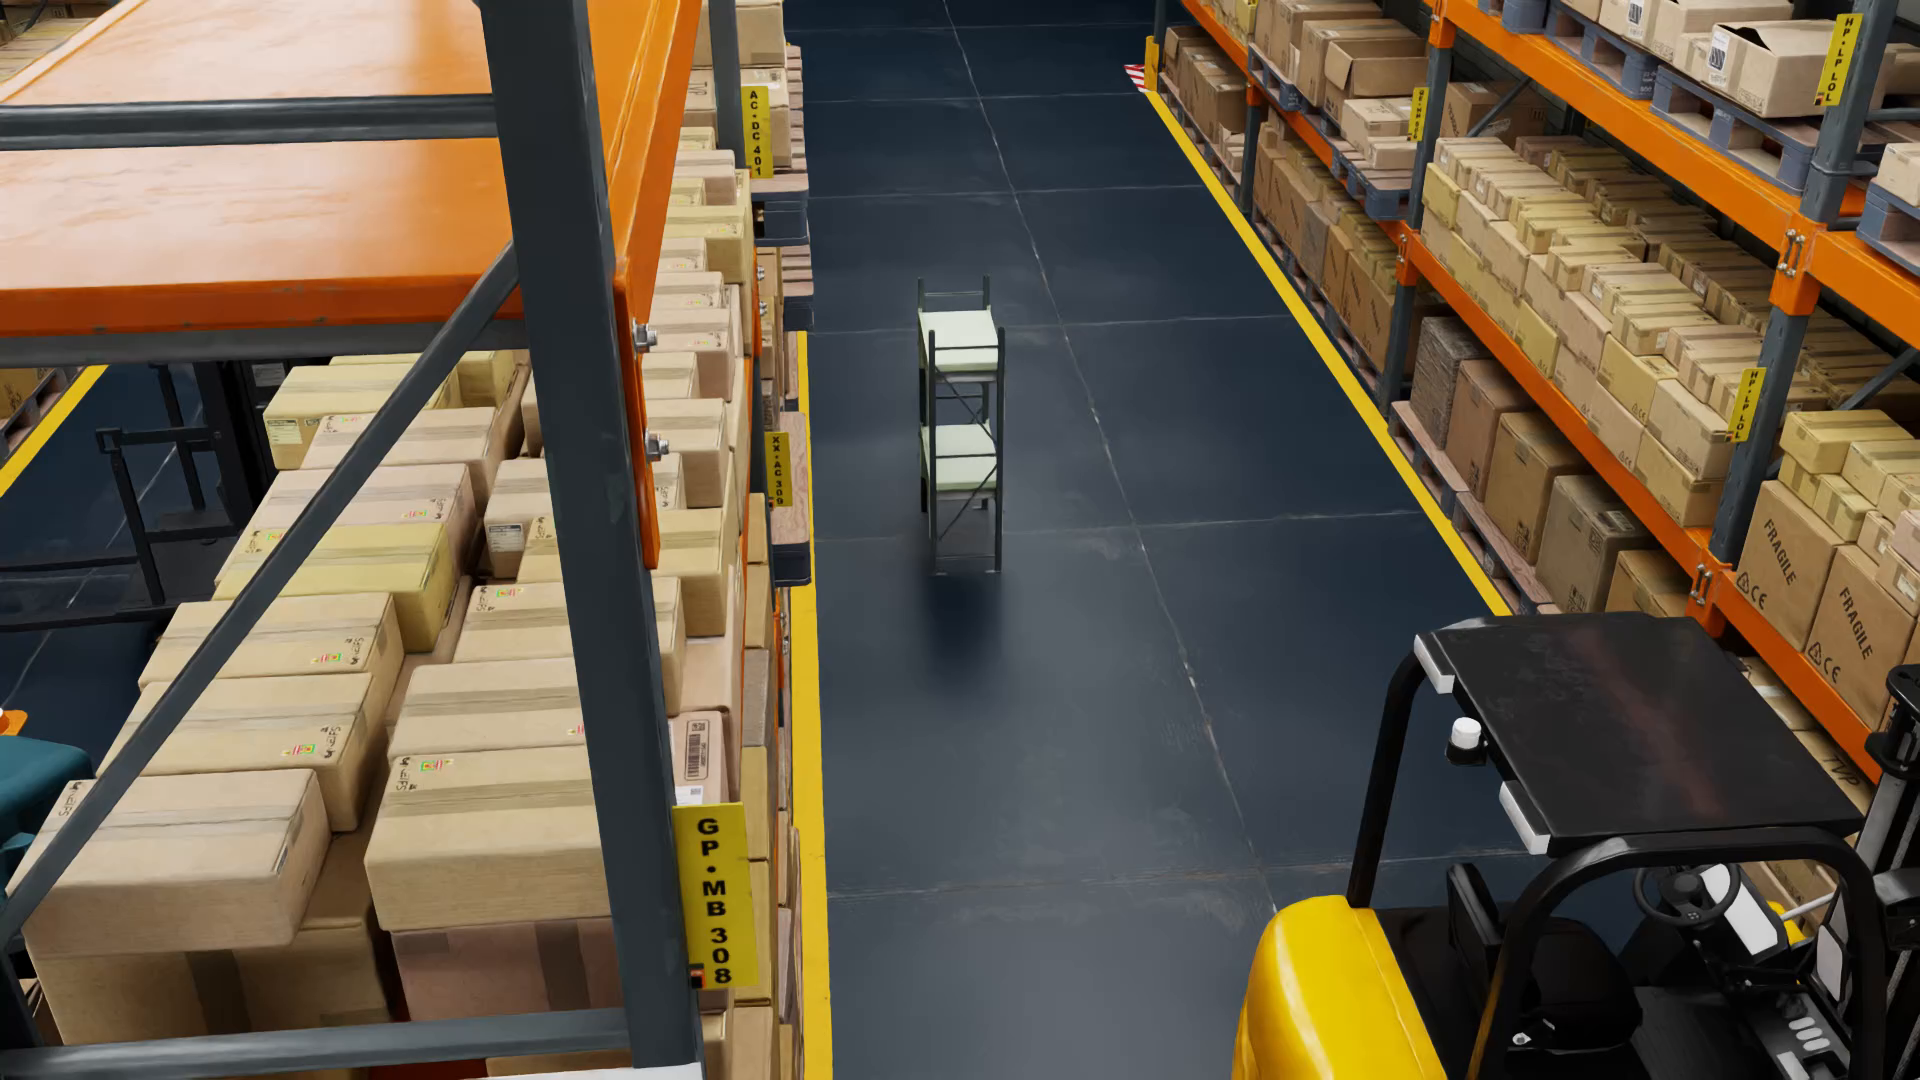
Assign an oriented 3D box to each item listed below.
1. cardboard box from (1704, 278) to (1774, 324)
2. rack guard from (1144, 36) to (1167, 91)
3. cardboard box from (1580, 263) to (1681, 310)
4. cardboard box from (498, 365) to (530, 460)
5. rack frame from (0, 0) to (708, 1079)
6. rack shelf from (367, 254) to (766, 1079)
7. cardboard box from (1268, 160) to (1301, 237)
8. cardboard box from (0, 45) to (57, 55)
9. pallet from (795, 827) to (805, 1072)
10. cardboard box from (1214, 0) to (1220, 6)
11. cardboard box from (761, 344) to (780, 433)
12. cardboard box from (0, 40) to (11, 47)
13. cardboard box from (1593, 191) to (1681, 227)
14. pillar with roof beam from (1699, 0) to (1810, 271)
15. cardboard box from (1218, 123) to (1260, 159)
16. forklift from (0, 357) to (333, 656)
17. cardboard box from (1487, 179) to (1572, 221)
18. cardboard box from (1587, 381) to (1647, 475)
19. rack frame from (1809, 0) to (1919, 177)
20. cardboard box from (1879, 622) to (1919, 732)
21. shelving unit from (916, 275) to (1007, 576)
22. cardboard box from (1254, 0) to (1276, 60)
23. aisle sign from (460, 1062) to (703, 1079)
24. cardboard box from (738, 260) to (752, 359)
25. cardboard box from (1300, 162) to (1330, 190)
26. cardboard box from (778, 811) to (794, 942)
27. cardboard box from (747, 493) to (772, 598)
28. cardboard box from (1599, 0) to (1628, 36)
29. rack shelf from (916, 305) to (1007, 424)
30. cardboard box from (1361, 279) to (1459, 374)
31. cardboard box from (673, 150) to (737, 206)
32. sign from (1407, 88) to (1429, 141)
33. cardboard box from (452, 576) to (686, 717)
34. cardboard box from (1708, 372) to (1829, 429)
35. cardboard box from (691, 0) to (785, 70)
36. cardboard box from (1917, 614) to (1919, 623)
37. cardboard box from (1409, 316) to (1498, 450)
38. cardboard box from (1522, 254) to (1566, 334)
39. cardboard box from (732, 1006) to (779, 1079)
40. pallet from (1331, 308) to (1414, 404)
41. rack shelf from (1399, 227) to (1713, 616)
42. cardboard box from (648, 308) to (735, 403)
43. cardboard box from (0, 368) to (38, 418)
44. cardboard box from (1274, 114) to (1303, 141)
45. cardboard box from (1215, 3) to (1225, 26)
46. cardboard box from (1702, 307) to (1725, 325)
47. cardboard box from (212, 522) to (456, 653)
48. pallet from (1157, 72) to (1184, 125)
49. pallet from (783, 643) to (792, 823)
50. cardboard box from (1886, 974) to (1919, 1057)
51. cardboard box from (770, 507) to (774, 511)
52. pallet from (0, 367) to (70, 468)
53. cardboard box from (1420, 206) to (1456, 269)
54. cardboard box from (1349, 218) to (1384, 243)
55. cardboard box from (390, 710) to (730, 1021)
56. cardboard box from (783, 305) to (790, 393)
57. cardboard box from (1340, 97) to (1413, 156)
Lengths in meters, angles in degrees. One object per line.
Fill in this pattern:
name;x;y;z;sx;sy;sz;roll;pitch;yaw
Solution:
cardboard box;3.840;-1.145;8.012;0.380;0.149;0.250;-3;31;-5
rack guard;2.583;-5.124;17.841;1.175;0.500;0.348;-3;31;-5
cardboard box;3.296;-1.246;8.180;0.380;0.149;0.250;-2;31;-4
cardboard box;-1.335;-0.206;4.101;0.500;0.250;0.500;-2;31;-4
rack frame;-0.867;-0.403;1.650;0.949;2.616;0.053;-3;31;-5
rack shelf;-1.057;0.173;4.312;1.077;0.370;4.000;-3;31;-5
cardboard box;2.831;-2.772;13.493;0.500;0.500;0.500;-3;31;-5
cardboard box;-6.606;-3.394;11.763;0.380;0.149;0.250;-3;31;-5
pallet;-1.146;1.669;6.751;1.003;0.211;1.213;-3;31;-5
cardboard box;2.565;-5.016;15.078;0.500;0.250;0.500;-3;31;-5
cardboard box;-1.002;-0.474;6.821;0.500;0.500;0.500;-2;31;-3
cardboard box;-7.332;-3.642;12.468;0.380;0.149;0.250;-2;31;-4
cardboard box;3.694;-1.794;9.098;0.380;0.149;0.250;-3;31;-5
pillar with roof beam;0.057;-3.898;7.501;9.100;9.000;0.400;-3;31;-5
cardboard box;2.572;-3.653;15.197;0.396;0.266;0.258;-2;31;-3
forklift;-3.921;-0.899;8.397;3.031;2.935;1.130;-5;31;-9
cardboard box;3.173;-1.897;9.271;0.380;0.149;0.250;-2;31;-4
cardboard box;3.337;-0.546;7.886;0.500;0.250;0.500;-3;31;-5
rack frame;3.697;-2.685;5.470;1.000;3.000;0.127;-3;31;-5
cardboard box;3.593;0.610;5.706;0.500;0.500;0.500;-3;31;-5
shelving unit;0.001;-0.640;9.360;0.431;1.500;0.755;-3;31;-5
cardboard box;2.773;-4.159;13.281;0.700;0.500;0.500;-2;31;-3
aisle sign;-0.556;1.073;2.493;0.394;0.787;0.004;-3;31;-5
cardboard box;-0.887;-0.750;5.012;0.500;0.250;0.500;-3;31;-5
cardboard box;2.882;-2.847;12.986;0.380;0.149;0.250;-3;31;-5
cardboard box;-0.872;1.357;6.093;0.500;0.500;0.500;-2;31;-4
cardboard box;-0.955;0.175;6.145;0.500;0.500;0.500;-4;31;-6
cardboard box;3.220;-2.453;7.745;0.380;0.149;0.250;-3;31;-5
rack shelf;0.001;-0.976;9.160;0.431;0.370;0.720;-3;31;-5
cardboard box;3.070;-1.464;11.305;0.500;0.500;0.500;-2;31;-3
cardboard box;-0.897;-1.111;5.228;0.380;0.149;0.250;-3;31;-6
sign;2.784;-2.584;10.099;0.100;0.325;0.005;-3;31;-5
cardboard box;-0.702;0.201;3.031;0.380;0.149;0.250;-3;31;-5
cardboard box;3.444;-0.595;7.090;0.380;0.149;0.250;-2;31;-3
cardboard box;-0.956;-2.059;6.597;0.500;0.250;0.500;-3;31;-6
cardboard box;3.515;0.272;5.640;0.380;0.149;0.250;-3;31;-5
cardboard box;3.368;-0.993;10.394;0.875;0.625;0.625;-2;31;-3
cardboard box;3.271;-1.280;8.627;0.500;0.250;0.500;-2;31;-4
cardboard box;-0.690;1.482;3.955;0.500;0.500;0.500;-2;31;-3
pallet;3.292;-1.337;11.783;1.003;0.211;1.213;-3;31;-5
rack shelf;3.511;-0.822;8.902;1.077;0.370;4.000;-3;31;-5
cardboard box;-0.757;-0.454;4.126;0.380;0.149;0.250;-2;31;-4
cardboard box;-6.349;-1.104;10.701;0.500;0.500;0.500;-4;31;-7
cardboard box;2.791;-3.381;13.591;0.380;0.149;0.250;-4;31;-7
cardboard box;2.525;-4.764;15.046;0.380;0.149;0.250;-3;31;-5
cardboard box;3.832;-1.051;8.243;0.500;0.250;0.500;-3;31;-6
cardboard box;-1.196;0.097;3.205;0.380;0.149;0.250;-3;31;-4
pallet;2.659;-4.593;17.234;1.003;0.211;1.213;-3;31;-5
pallet;-1.318;0.930;7.987;1.003;0.211;1.213;-3;31;-5
cardboard box;3.566;1.710;5.746;0.500;0.250;0.500;-3;31;-5
cardboard box;-0.981;-0.239;7.061;0.380;0.149;0.250;-2;31;-4
pallet;-6.608;-0.825;10.925;1.003;0.211;1.213;-3;31;-5
cardboard box;3.122;-1.849;10.067;0.500;0.250;0.500;-3;31;-4
cardboard box;3.009;-2.189;11.885;0.380;0.149;0.250;-2;31;-3
cardboard box;-0.652;0.552;2.832;0.500;0.250;0.500;-3;31;-5
cardboard box;-1.600;-1.537;11.060;0.875;0.875;0.875;-3;31;-5
cardboard box;2.903;-2.791;11.234;0.500;0.250;0.500;-4;31;-7
